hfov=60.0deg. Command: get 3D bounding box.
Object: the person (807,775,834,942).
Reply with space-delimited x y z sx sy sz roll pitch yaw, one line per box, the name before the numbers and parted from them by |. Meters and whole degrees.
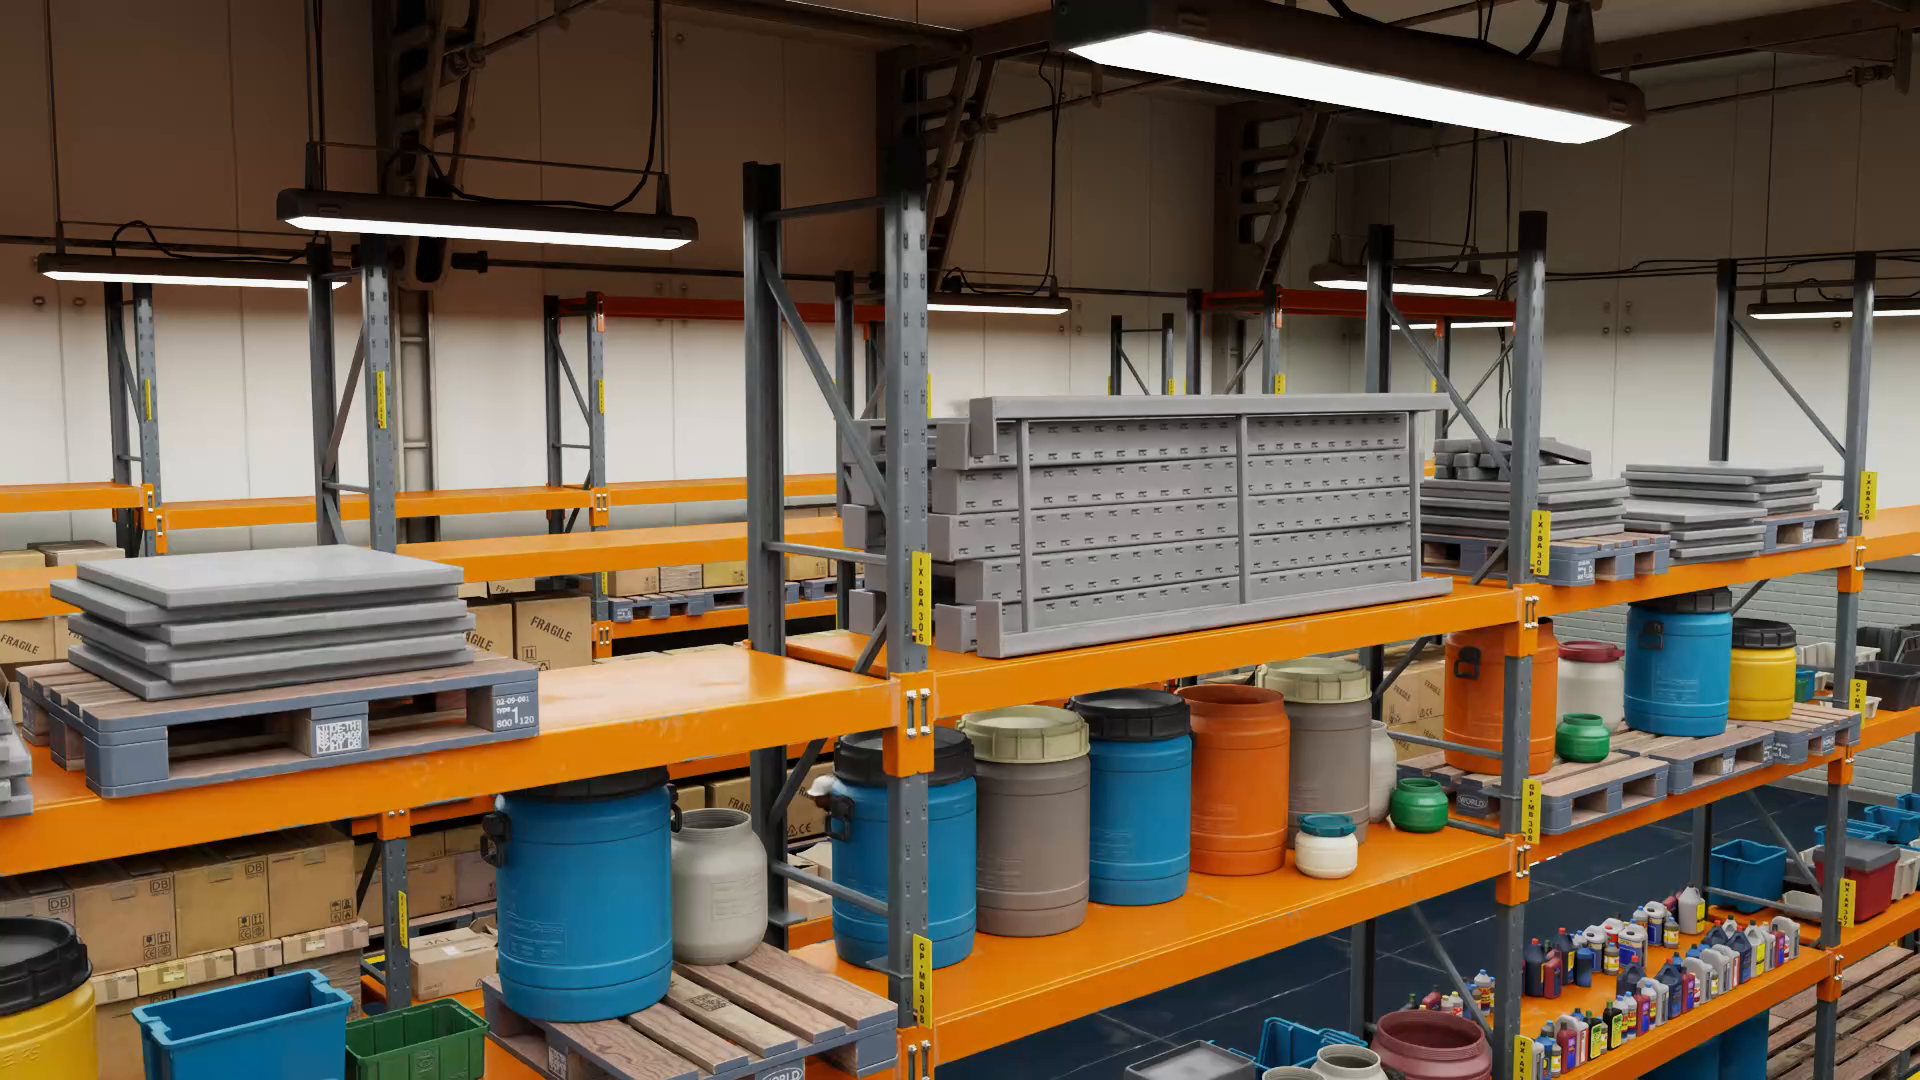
person | -0.859 2.896 15.082 1.104 1.633 0.698 -2 6 -22
